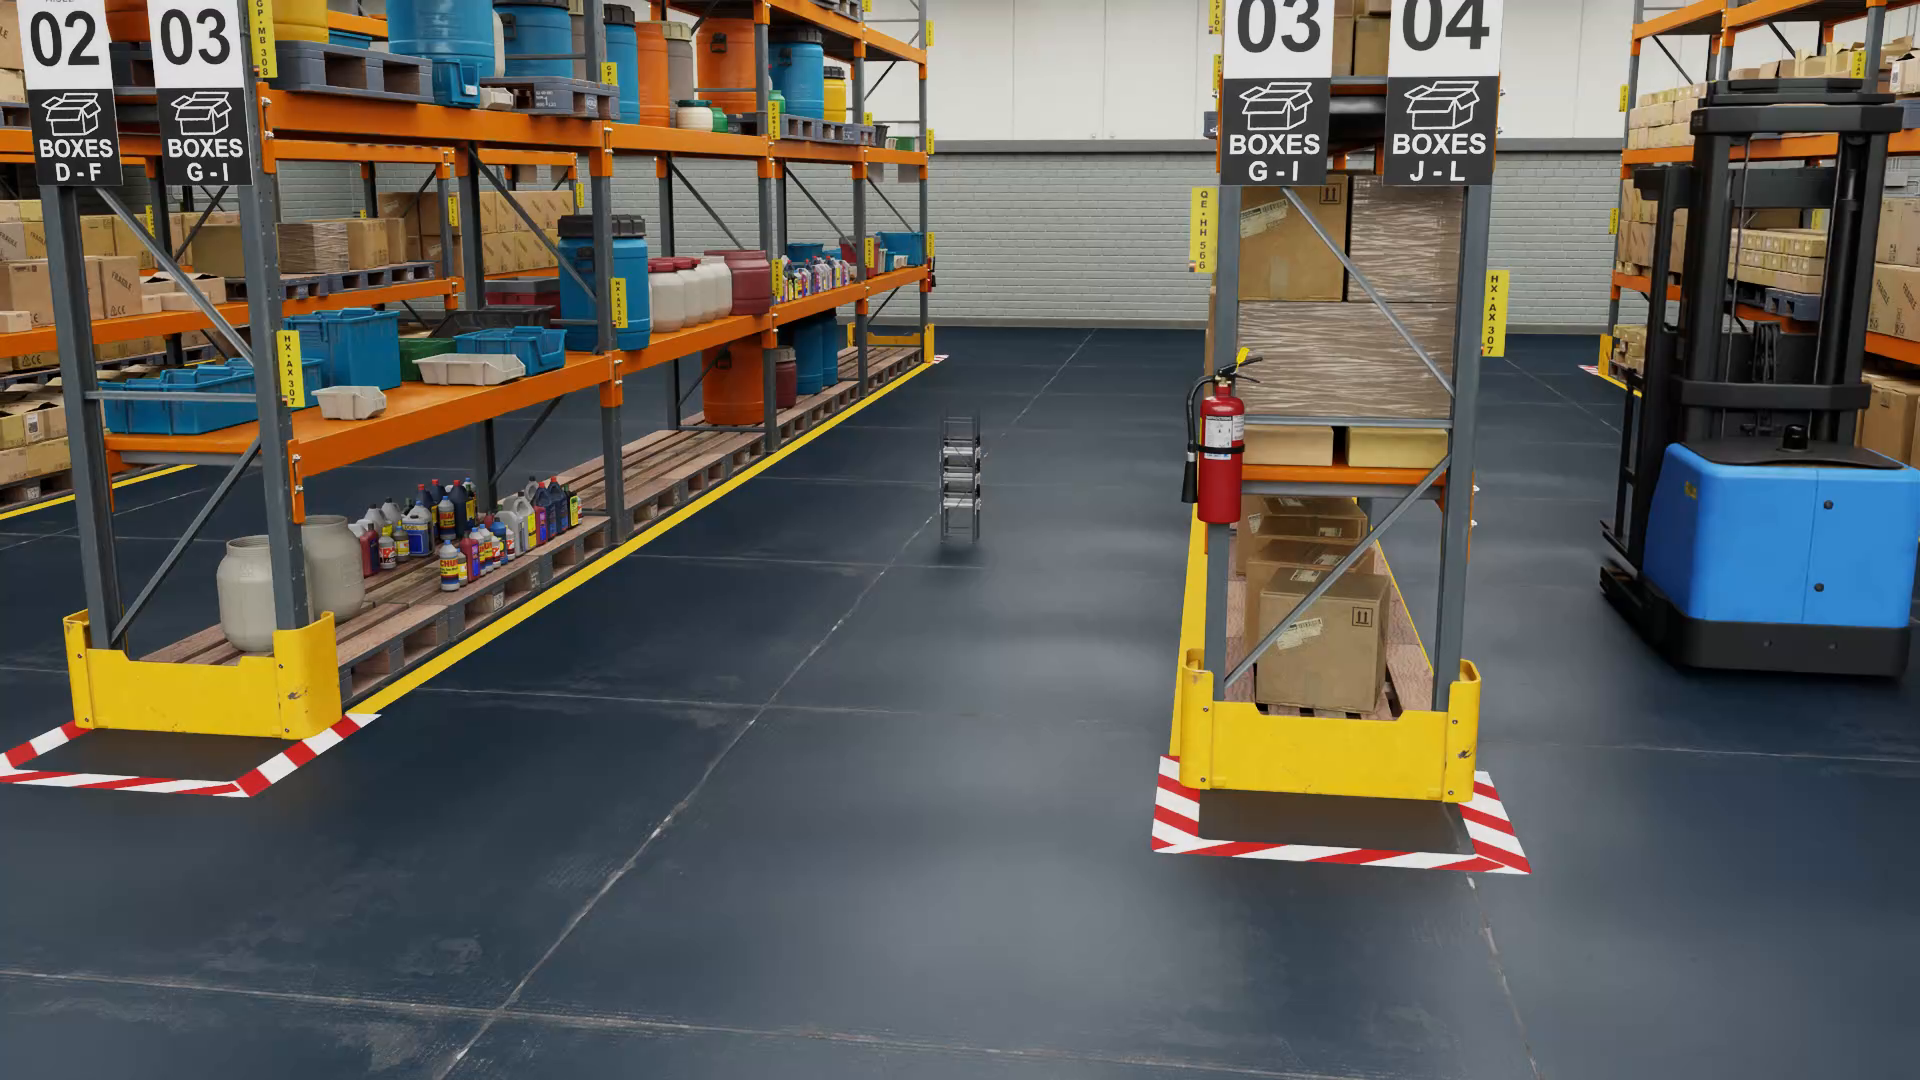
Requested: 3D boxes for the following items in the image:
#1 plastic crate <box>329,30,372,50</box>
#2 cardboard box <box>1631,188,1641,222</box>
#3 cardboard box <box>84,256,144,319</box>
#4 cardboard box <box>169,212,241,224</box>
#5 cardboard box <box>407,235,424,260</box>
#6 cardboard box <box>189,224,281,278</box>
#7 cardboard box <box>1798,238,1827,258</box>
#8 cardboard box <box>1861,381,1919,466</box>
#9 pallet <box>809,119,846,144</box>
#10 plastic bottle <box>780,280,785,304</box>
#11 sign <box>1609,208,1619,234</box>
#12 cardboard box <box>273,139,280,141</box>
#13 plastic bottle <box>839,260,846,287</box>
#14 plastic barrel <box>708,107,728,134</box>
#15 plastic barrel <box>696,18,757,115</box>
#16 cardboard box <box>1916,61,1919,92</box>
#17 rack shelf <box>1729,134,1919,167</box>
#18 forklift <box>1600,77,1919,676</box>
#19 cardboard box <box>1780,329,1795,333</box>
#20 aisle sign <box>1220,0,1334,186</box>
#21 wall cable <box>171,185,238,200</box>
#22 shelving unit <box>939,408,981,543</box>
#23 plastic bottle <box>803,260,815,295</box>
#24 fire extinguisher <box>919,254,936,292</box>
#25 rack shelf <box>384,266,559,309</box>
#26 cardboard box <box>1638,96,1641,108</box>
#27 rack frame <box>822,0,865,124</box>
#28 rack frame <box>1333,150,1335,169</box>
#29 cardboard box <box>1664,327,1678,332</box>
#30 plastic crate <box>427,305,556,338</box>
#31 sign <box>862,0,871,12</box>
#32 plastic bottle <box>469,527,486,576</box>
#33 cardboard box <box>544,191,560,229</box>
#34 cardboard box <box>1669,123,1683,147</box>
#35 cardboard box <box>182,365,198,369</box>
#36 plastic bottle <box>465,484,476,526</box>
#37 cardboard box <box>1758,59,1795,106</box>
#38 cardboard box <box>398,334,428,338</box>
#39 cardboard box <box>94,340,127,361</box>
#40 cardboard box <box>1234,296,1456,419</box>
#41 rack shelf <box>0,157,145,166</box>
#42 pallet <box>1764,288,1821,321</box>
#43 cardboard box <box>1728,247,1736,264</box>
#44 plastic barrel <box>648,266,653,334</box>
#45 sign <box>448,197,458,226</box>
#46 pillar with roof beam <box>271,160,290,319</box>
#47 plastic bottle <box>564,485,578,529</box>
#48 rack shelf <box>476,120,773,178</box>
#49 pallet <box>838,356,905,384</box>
[{"bbox_3d":[-3.411,-2.481,8.804,0.392,0.384,0.575,2,12,9],"label":"plastic crate"},{"bbox_3d":[8.431,-4.097,20.068,0.500,0.500,0.500,2,12,10],"label":"cardboard box"},{"bbox_3d":[-7.312,-2.141,14.073,0.500,0.500,0.500,1,12,6],"label":"cardboard box"},{"bbox_3d":[-10.804,-4.308,23.649,0.980,0.700,0.700,2,12,11],"label":"cardboard box"},{"bbox_3d":[-6.632,-3.436,20.081,0.500,0.500,0.500,2,12,10],"label":"cardboard box"},{"bbox_3d":[-7.085,-2.831,16.277,0.700,0.500,0.500,-2,12,-10],"label":"cardboard box"},{"bbox_3d":[7.225,-2.429,13.832,0.380,0.149,0.250,1,12,6],"label":"cardboard box"},{"bbox_3d":[7.289,-0.738,12.143,1.050,0.750,0.750,2,12,10],"label":"cardboard box"},{"bbox_3d":[-1.757,-4.085,16.658,1.003,0.211,1.213,2,12,9],"label":"pallet"},{"bbox_3d":[-1.695,-2.371,15.650,0.061,0.283,0.133,2,12,9],"label":"plastic bottle"},{"bbox_3d":[8.297,-4.045,21.088,0.100,0.325,0.005,2,12,9],"label":"sign"},{"bbox_3d":[-7.036,-4.050,15.806,0.910,0.500,0.500,2,12,9],"label":"cardboard box"},{"bbox_3d":[-1.293,-2.915,18.175,0.061,0.283,0.133,2,12,9],"label":"plastic bottle"},{"bbox_3d":[-2.164,-3.618,14.412,0.294,0.245,0.294,0,12,0],"label":"plastic barrel"},{"bbox_3d":[-2.086,-4.281,15.101,0.600,0.830,0.708,2,12,9],"label":"plastic barrel"},{"bbox_3d":[7.197,-3.338,11.865,0.500,0.250,0.500,2,12,10],"label":"cardboard box"},{"bbox_3d":[7.911,-3.470,15.062,1.077,0.370,4.000,2,12,9],"label":"rack shelf"},{"bbox_3d":[4.356,-1.029,9.313,1.130,2.935,3.031,2,12,9],"label":"forklift"},{"bbox_3d":[8.353,-1.958,16.617,0.500,0.250,0.500,2,12,7],"label":"cardboard box"},{"bbox_3d":[1.181,-1.723,6.197,0.394,0.787,0.004,2,12,9],"label":"aisle sign"},{"bbox_3d":[-11.473,-5.061,25.447,0.084,1.984,1.851,2,12,9],"label":"wall cable"},{"bbox_3d":[0.001,-0.442,11.406,0.258,0.900,0.210,2,12,9],"label":"shelving unit"},{"bbox_3d":[-1.549,-2.658,16.826,0.144,0.351,0.185,2,12,9],"label":"plastic bottle"},{"bbox_3d":[-0.474,-3.743,22.810,0.296,0.674,0.183,2,12,9],"label":"fire extinguisher"},{"bbox_3d":[-6.148,-3.340,21.578,1.077,0.370,4.000,2,12,9],"label":"rack shelf"},{"bbox_3d":[8.558,-5.376,20.424,0.380,0.149,0.250,2,12,8],"label":"cardboard box"},{"bbox_3d":[-1.561,-6.046,18.190,1.000,3.000,0.127,2,12,9],"label":"rack frame"},{"bbox_3d":[2.718,-2.121,14.213,1.000,3.000,0.127,2,12,9],"label":"rack frame"},{"bbox_3d":[8.907,-2.538,20.507,0.380,0.149,0.250,2,12,10],"label":"cardboard box"},{"bbox_3d":[-2.998,-1.313,10.614,0.767,0.338,0.504,2,12,9],"label":"plastic crate"},{"bbox_3d":[-1.018,-5.926,18.127,0.100,0.325,0.005,2,12,9],"label":"sign"},{"bbox_3d":[-2.767,0.064,9.507,0.097,0.271,0.097,0,12,0],"label":"plastic bottle"},{"bbox_3d":[-5.714,-4.439,22.359,0.500,0.500,0.500,2,12,10],"label":"cardboard box"},{"bbox_3d":[8.193,-4.485,18.420,0.500,0.250,0.500,2,12,8],"label":"cardboard box"},{"bbox_3d":[-6.908,-1.461,15.350,0.500,0.311,0.500,2,12,10],"label":"cardboard box"},{"bbox_3d":[-3.191,-0.212,10.761,0.061,0.283,0.133,2,12,9],"label":"plastic bottle"},{"bbox_3d":[7.851,-4.176,15.390,0.797,0.503,0.637,2,12,8],"label":"cardboard box"},{"bbox_3d":[-6.332,-2.054,18.791,0.500,0.500,0.500,2,12,9],"label":"cardboard box"},{"bbox_3d":[-11.134,-2.570,21.237,0.700,0.500,0.500,2,12,9],"label":"cardboard box"},{"bbox_3d":[1.599,-0.763,6.971,0.875,0.500,0.500,2,12,9],"label":"cardboard box"},{"bbox_3d":[-11.043,-4.966,22.003,1.077,0.370,4.000,2,12,9],"label":"rack shelf"},{"bbox_3d":[7.607,-1.997,14.095,1.213,0.211,1.003,2,12,9],"label":"pallet"},{"bbox_3d":[7.547,-2.714,15.861,0.380,0.149,0.250,2,12,11],"label":"cardboard box"},{"bbox_3d":[-2.428,-1.707,11.971,0.433,0.535,0.433,0,12,0],"label":"plastic barrel"},{"bbox_3d":[-5.906,-3.824,19.368,0.100,0.325,0.005,2,12,9],"label":"sign"},{"bbox_3d":[-6.921,-7.651,25.634,9.100,9.000,0.400,2,12,9],"label":"pillar with roof beam"},{"bbox_3d":[-2.540,-0.225,10.820,0.061,0.283,0.133,3,12,11],"label":"plastic bottle"},{"bbox_3d":[-2.484,-2.979,12.786,1.077,0.370,4.000,2,12,9],"label":"rack shelf"},{"bbox_3d":[-1.301,-2.160,21.014,1.003,0.211,1.213,2,12,9],"label":"pallet"}]
